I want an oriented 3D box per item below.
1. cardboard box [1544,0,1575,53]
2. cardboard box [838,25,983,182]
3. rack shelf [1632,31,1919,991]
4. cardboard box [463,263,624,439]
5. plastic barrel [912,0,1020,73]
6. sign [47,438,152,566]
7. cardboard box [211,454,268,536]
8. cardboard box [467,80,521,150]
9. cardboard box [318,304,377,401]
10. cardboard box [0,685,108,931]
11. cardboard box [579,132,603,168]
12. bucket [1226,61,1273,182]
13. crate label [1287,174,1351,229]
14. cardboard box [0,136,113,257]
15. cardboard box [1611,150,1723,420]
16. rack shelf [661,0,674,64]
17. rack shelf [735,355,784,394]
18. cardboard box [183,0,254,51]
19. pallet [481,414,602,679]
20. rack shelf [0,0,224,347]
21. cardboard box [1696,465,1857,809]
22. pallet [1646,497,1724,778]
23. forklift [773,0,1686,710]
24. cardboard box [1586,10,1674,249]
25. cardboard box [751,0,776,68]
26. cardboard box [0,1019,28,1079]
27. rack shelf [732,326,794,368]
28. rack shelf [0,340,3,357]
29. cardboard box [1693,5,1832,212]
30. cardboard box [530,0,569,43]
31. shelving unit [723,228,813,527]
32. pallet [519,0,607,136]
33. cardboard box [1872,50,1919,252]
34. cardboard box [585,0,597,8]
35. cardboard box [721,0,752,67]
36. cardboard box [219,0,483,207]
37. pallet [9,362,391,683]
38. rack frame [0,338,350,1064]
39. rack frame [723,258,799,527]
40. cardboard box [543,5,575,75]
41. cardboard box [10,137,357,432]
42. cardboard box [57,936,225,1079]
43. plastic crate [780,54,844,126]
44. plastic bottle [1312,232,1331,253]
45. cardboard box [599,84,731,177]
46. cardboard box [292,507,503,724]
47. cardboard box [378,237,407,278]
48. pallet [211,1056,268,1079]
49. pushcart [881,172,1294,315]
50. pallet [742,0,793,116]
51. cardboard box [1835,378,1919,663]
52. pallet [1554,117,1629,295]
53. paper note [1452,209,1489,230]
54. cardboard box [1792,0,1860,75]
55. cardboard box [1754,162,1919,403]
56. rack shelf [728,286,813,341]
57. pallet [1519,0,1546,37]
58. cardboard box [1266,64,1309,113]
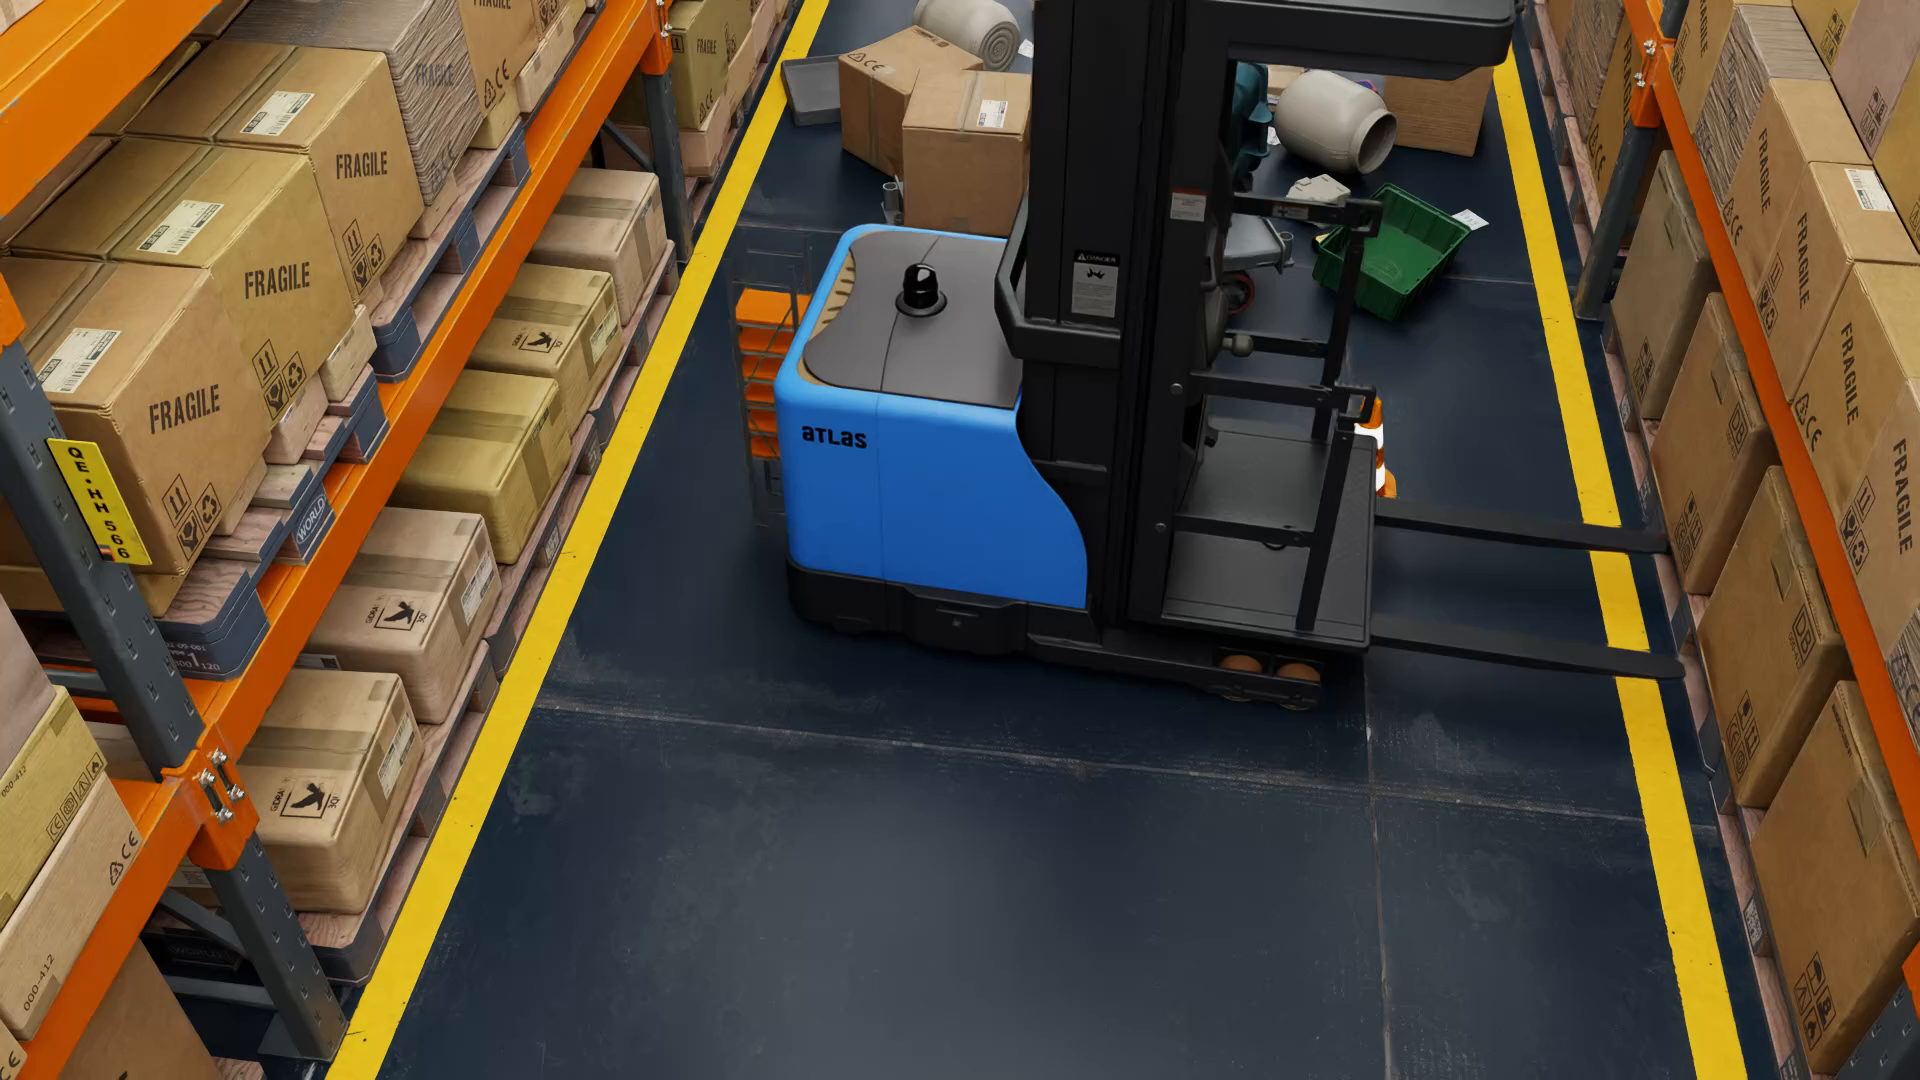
[{"bbox_3d":[3.583,-3.083,8.564,0.875,0.875,0.875,5,44,5],"label":"cardboard box"},{"bbox_3d":[-0.237,-2.125,8.129,0.500,0.500,0.500,-32,52,-29],"label":"cardboard box"},{"bbox_3d":[2.928,-0.420,5.035,1.077,0.370,4.000,5,44,6],"label":"rack shelf"},{"bbox_3d":[-1.886,-0.776,6.493,0.950,0.372,0.625,8,44,8],"label":"cardboard box"},{"bbox_3d":[0.029,-2.670,8.762,0.421,0.421,0.512,-32,52,-29],"label":"plastic barrel"},{"bbox_3d":[-1.705,-0.071,3.302,0.100,0.325,0.005,5,44,6],"label":"sign"},{"bbox_3d":[-1.958,-0.155,4.109,0.380,0.149,0.250,3,44,3],"label":"cardboard box"},{"bbox_3d":[-1.671,-1.417,5.442,0.380,0.149,0.250,5,44,5],"label":"cardboard box"},{"bbox_3d":[-1.819,-0.522,4.497,0.380,0.149,0.250,5,44,6],"label":"cardboard box"},{"bbox_3d":[-2.068,0.527,3.257,0.500,0.250,0.500,5,44,5],"label":"cardboard box"},{"bbox_3d":[-1.916,-2.007,7.882,0.500,0.250,0.500,7,44,7],"label":"cardboard box"},{"bbox_3d":[0.925,-1.710,7.149,0.726,0.611,0.620,20,57,20],"label":"bucket"},{"bbox_3d":[1.693,-1.606,7.846,0.298,0.136,0.250,-24,48,-23],"label":"crate label"},{"bbox_3d":[-2.414,-0.684,4.197,0.500,0.500,0.500,5,44,5],"label":"cardboard box"},{"bbox_3d":[3.200,-0.948,6.401,1.050,0.750,0.750,5,44,5],"label":"cardboard box"},{"bbox_3d":[-1.463,-3.527,8.316,1.077,0.370,4.000,5,44,6],"label":"rack shelf"},{"bbox_3d":[-0.646,-0.594,5.894,0.258,0.103,0.180,7,44,7],"label":"rack shelf"},{"bbox_3d":[-2.275,-1.400,4.953,0.500,0.500,0.500,4,44,4],"label":"cardboard box"},{"bbox_3d":[-1.988,-0.048,6.147,1.003,0.211,1.213,5,44,6],"label":"pallet"},{"bbox_3d":[-1.992,-1.890,4.406,1.077,0.370,4.000,5,44,6],"label":"rack shelf"},{"bbox_3d":[2.946,0.343,5.036,1.050,0.750,0.750,6,44,6],"label":"cardboard box"},{"bbox_3d":[3.007,0.335,5.743,1.003,0.211,1.213,5,44,6],"label":"pallet"},{"bbox_3d":[0.964,-0.888,5.056,3.031,2.935,1.130,8,44,8],"label":"forklift"},{"bbox_3d":[3.345,-1.847,7.259,0.875,0.875,0.875,6,44,6],"label":"cardboard box"},{"bbox_3d":[-1.255,-2.683,8.597,0.500,0.250,0.500,5,44,5],"label":"cardboard box"},{"bbox_3d":[-2.118,1.073,3.044,0.500,0.250,0.500,6,44,6],"label":"cardboard box"},{"bbox_3d":[-0.646,-0.681,5.812,0.258,0.103,0.180,7,44,7],"label":"rack shelf"},{"bbox_3d":[-2.520,0.836,1.527,1.077,0.370,4.000,5,44,6],"label":"rack shelf"},{"bbox_3d":[2.790,-1.402,5.477,0.500,0.500,0.500,6,44,6],"label":"cardboard box"},{"bbox_3d":[-1.625,-2.048,5.637,0.500,0.500,0.500,5,44,6],"label":"cardboard box"},{"bbox_3d":[-0.646,-0.539,5.946,0.258,1.200,0.189,7,44,7],"label":"shelving unit"},{"bbox_3d":[-1.972,-1.848,6.159,1.003,0.211,1.213,5,44,6],"label":"pallet"},{"bbox_3d":[2.932,-1.065,4.394,0.700,0.500,0.500,5,44,5],"label":"cardboard box"},{"bbox_3d":[-1.522,-2.111,6.175,0.380,0.149,0.250,6,44,6],"label":"cardboard box"},{"bbox_3d":[-1.323,-2.595,7.958,0.500,0.500,0.500,7,44,7],"label":"cardboard box"},{"bbox_3d":[-1.768,-1.340,4.889,0.500,0.500,0.500,4,44,4],"label":"cardboard box"},{"bbox_3d":[-2.267,-0.125,4.340,1.213,0.211,1.003,5,44,6],"label":"pallet"},{"bbox_3d":[-2.256,0.301,3.751,1.000,3.000,0.127,5,44,6],"label":"rack frame"},{"bbox_3d":[-0.662,-0.477,5.881,0.240,1.200,0.006,7,44,7],"label":"rack frame"},{"bbox_3d":[-1.573,-1.754,5.798,0.380,0.149,0.250,5,44,5],"label":"cardboard box"},{"bbox_3d":[-1.905,-0.637,4.147,0.500,0.500,0.500,7,44,8],"label":"cardboard box"},{"bbox_3d":[-2.430,1.383,3.848,0.875,0.875,0.875,5,44,5],"label":"cardboard box"},{"bbox_3d":[-0.707,-2.360,8.685,0.402,0.080,0.583,-9,44,-9],"label":"plastic crate"},{"bbox_3d":[1.733,-1.303,7.581,0.133,0.061,0.283,-16,46,-16],"label":"plastic bottle"},{"bbox_3d":[-1.382,-1.957,7.829,0.500,0.250,0.500,3,44,4],"label":"cardboard box"},{"bbox_3d":[-2.082,0.215,5.447,0.950,0.372,0.625,4,44,5],"label":"cardboard box"},{"bbox_3d":[-1.866,-0.890,4.885,0.380,0.149,0.250,7,44,7],"label":"cardboard box"},{"bbox_3d":[-2.435,1.844,4.149,1.003,0.211,1.213,5,44,6],"label":"pallet"},{"bbox_3d":[0.539,-1.300,7.348,1.648,0.377,0.936,-9,44,-9],"label":"pushcart"},{"bbox_3d":[-1.515,-2.707,8.956,1.003,0.211,1.213,5,44,6],"label":"pallet"},{"bbox_3d":[2.525,-0.025,4.023,0.500,0.500,0.500,5,44,6],"label":"cardboard box"},{"bbox_3d":[3.371,-1.543,7.726,1.003,0.211,1.213,5,44,6],"label":"pallet"},{"bbox_3d":[2.384,-1.507,7.819,0.147,0.020,0.142,-24,48,-23],"label":"paper note"},{"bbox_3d":[3.067,-1.754,5.121,0.700,0.500,0.500,5,44,5],"label":"cardboard box"},{"bbox_3d":[2.654,-0.716,4.752,0.500,0.500,0.500,6,44,6],"label":"cardboard box"},{"bbox_3d":[-0.646,-0.768,5.729,0.258,0.103,0.180,7,44,7],"label":"rack shelf"},{"bbox_3d":[3.693,-3.206,9.482,1.003,0.211,1.213,5,44,6],"label":"pallet"},{"bbox_3d":[1.594,-2.390,8.581,0.396,0.266,0.258,12,45,13],"label":"cardboard box"}]
